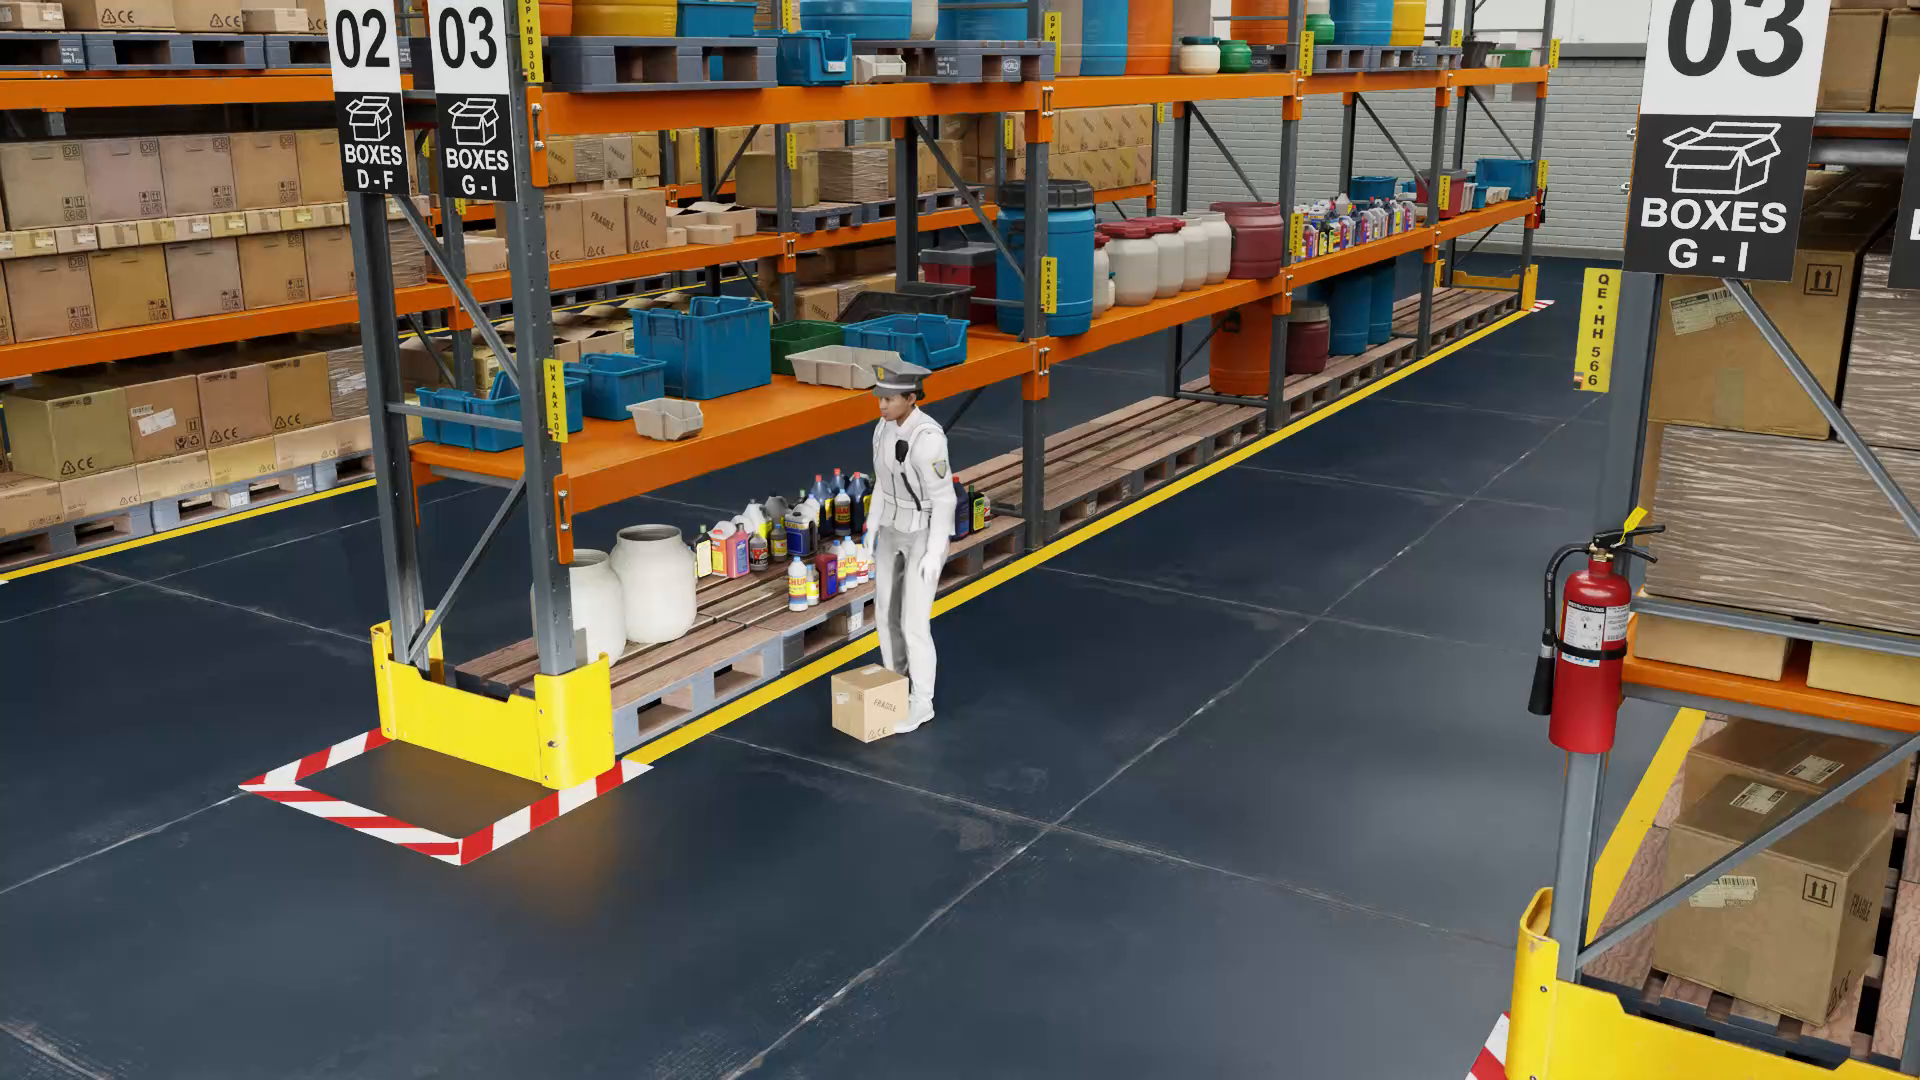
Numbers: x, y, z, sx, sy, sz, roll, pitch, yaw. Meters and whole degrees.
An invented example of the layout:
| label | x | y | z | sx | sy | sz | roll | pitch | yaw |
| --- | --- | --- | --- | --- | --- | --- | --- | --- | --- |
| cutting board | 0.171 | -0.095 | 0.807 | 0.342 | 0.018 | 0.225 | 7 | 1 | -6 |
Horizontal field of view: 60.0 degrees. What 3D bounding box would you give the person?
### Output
| label | x | y | z | sx | sy | sz | roll | pitch | yaw |
| --- | --- | --- | --- | --- | --- | --- | --- | --- | --- |
| person | -0.243 | 0.015 | 7.475 | 0.403 | 1.664 | 0.530 | -13 | 21 | -37 |
